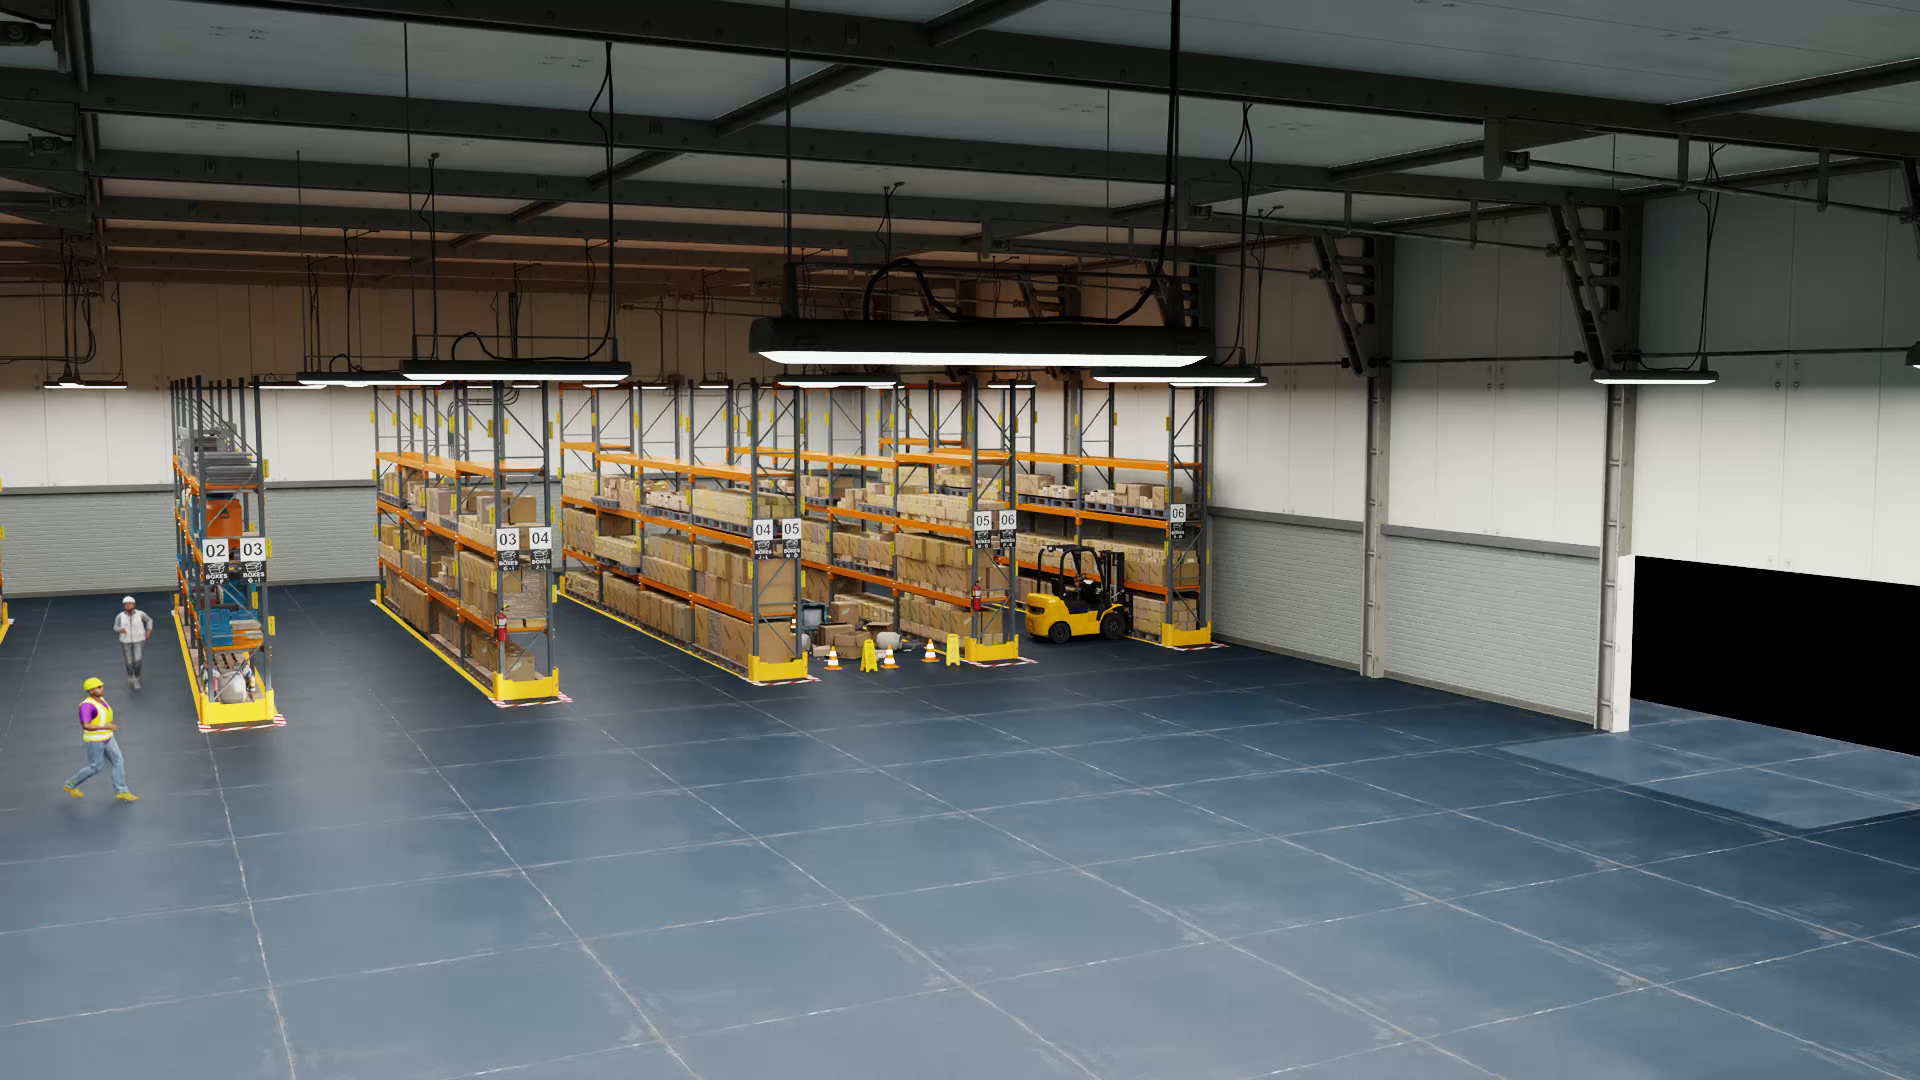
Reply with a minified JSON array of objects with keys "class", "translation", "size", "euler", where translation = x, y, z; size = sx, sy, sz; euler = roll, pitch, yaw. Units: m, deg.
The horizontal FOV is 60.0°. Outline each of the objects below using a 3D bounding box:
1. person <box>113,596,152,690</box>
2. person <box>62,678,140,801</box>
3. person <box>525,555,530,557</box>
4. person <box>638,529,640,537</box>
[{"class":"person","translation":[-16.060,1.994,32.290],"size":[0.659,1.807,0.751],"euler":[-2,5,-19]},{"class":"person","translation":[-11.990,2.788,23.167],"size":[0.979,1.765,0.711],"euler":[0,5,-3]},{"class":"person","translation":[-11.992,0.832,45.802],"size":[0.705,1.687,0.705],"euler":[-2,5,-18]},{"class":"person","translation":[-9.649,0.474,49.520],"size":[0.675,1.713,0.659],"euler":[-3,6,-27]}]
